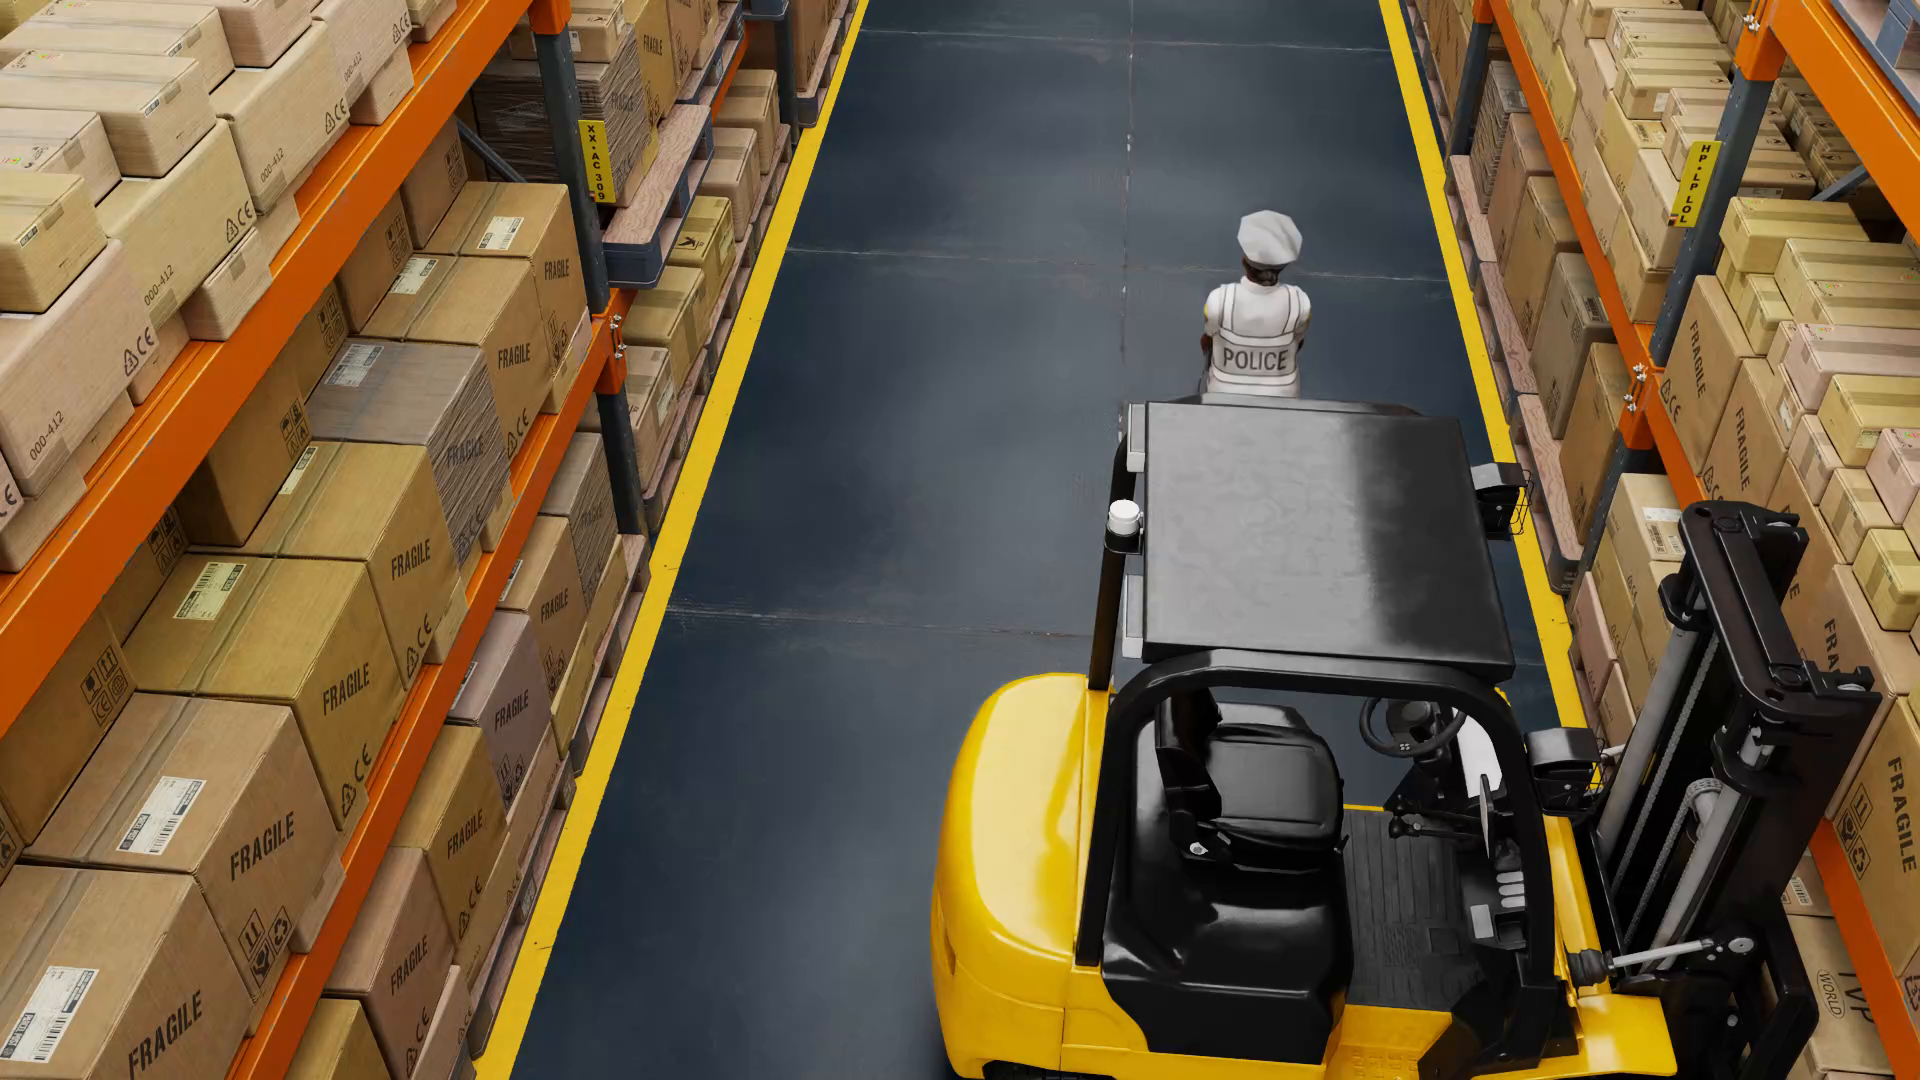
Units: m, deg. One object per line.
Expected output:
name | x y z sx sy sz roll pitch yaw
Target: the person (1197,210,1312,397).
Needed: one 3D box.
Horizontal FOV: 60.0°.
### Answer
person | 1.176 -0.617 6.869 0.423 1.691 0.521 3 40 3
